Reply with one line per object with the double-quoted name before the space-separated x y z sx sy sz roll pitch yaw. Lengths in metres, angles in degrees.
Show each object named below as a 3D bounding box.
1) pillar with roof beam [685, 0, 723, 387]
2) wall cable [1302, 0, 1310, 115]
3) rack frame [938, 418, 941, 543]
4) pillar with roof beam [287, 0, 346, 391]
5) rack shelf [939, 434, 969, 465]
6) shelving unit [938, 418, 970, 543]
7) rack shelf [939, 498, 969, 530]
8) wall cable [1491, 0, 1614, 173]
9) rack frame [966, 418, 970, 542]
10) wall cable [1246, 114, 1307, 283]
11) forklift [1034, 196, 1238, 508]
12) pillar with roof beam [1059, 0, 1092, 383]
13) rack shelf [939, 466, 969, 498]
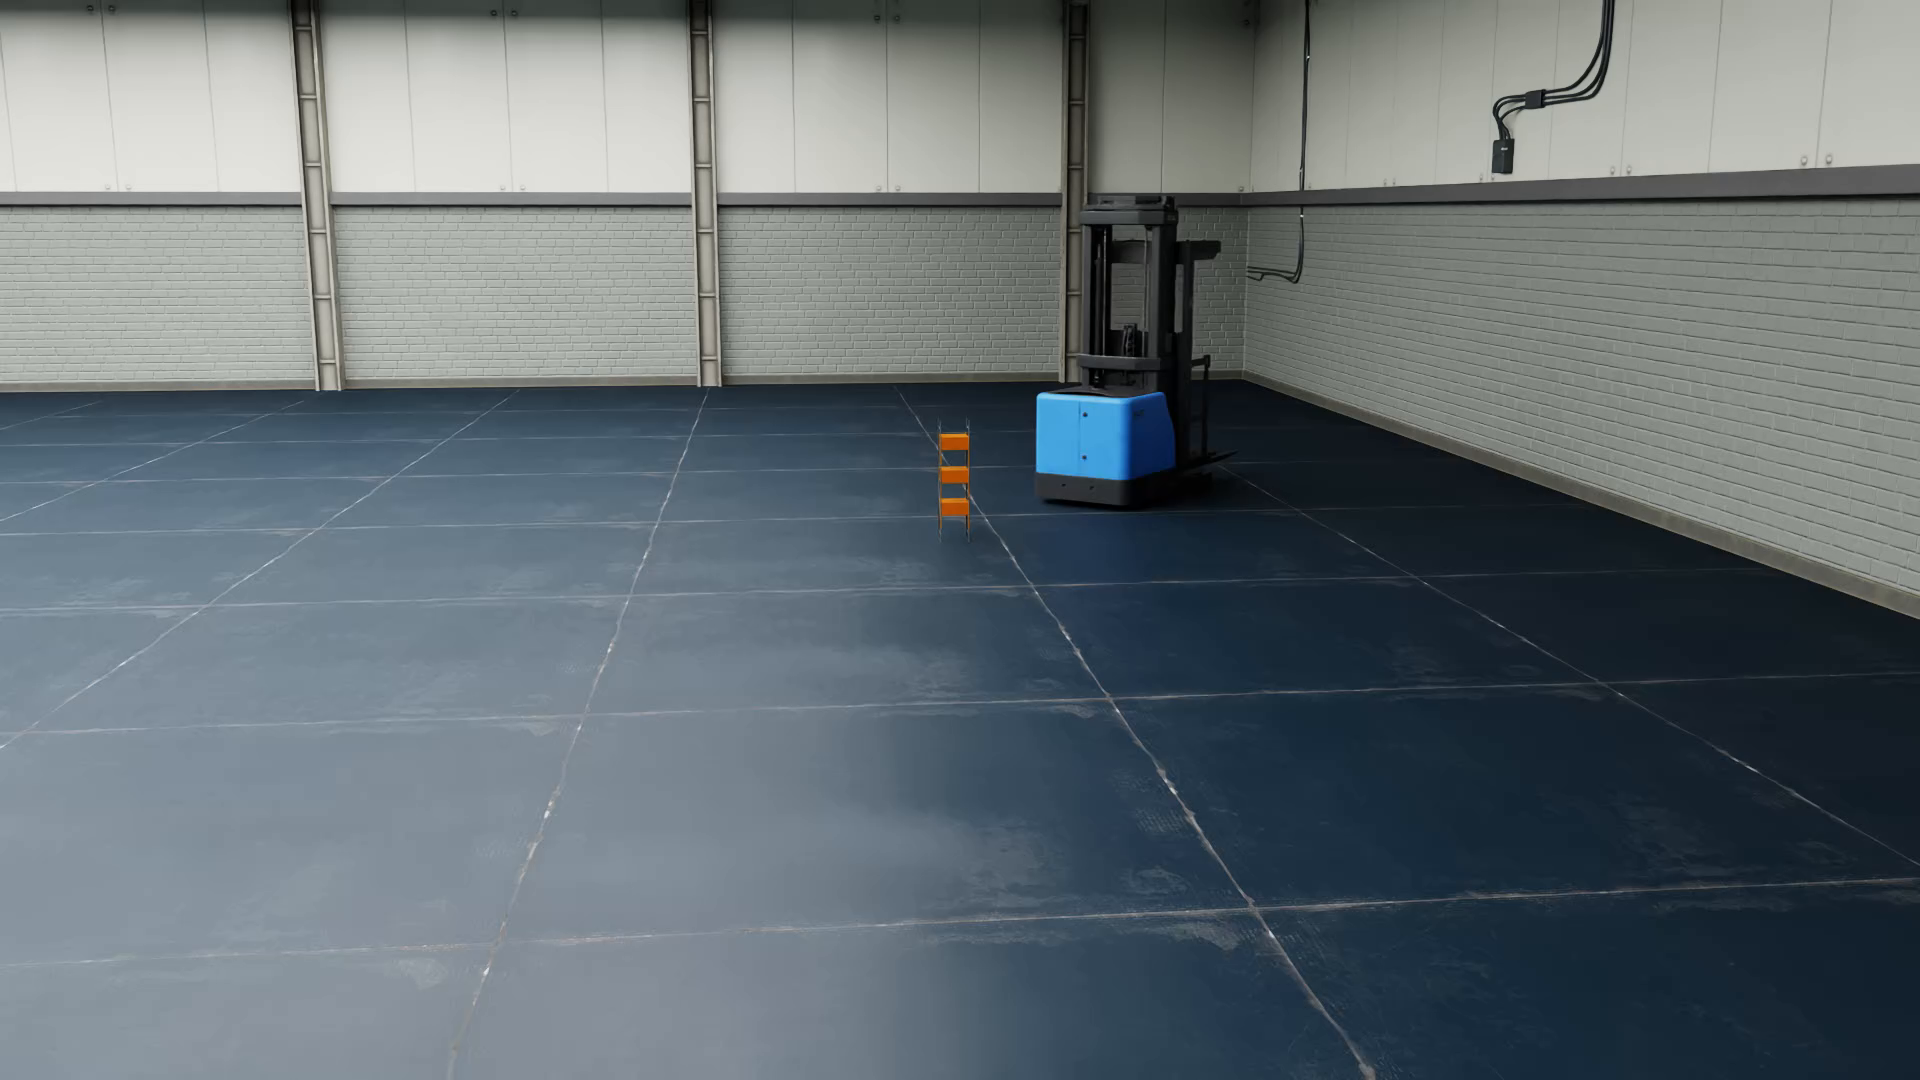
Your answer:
"pillar with roof beam" -3.629 -6.119 22.163 0.548 9.000 9.100 -1 11 -6
"wall cable" 5.235 -7.313 23.194 0.112 2.526 3.097 -1 11 -6
"rack frame" -0.174 -0.511 14.248 0.008 1.050 0.200 -1 11 -6
"pillar with roof beam" -9.594 -5.994 21.527 0.400 9.000 9.100 -1 11 -6
"rack shelf" -0.053 -0.782 14.208 0.240 0.259 0.215 -1 11 -6
"shelving unit" -0.053 -0.514 14.261 0.252 1.050 0.215 -1 11 -6
"rack shelf" -0.053 -0.231 14.317 0.240 0.259 0.215 -1 11 -6
"wall cable" 5.952 -6.725 16.430 0.169 6.003 2.305 -1 11 -6
"rack frame" 0.068 -0.517 14.274 0.008 1.050 0.200 -1 11 -6
"wall cable" 4.943 -5.353 26.320 0.112 2.526 3.097 -1 11 -6
"forklift" 1.941 -1.984 16.860 1.130 2.935 3.031 7 13 32
"pillar with roof beam" 2.336 -6.244 22.799 0.548 9.000 9.100 -1 11 -6
"rack shelf" -0.053 -0.504 14.263 0.240 0.259 0.215 -1 11 -6
